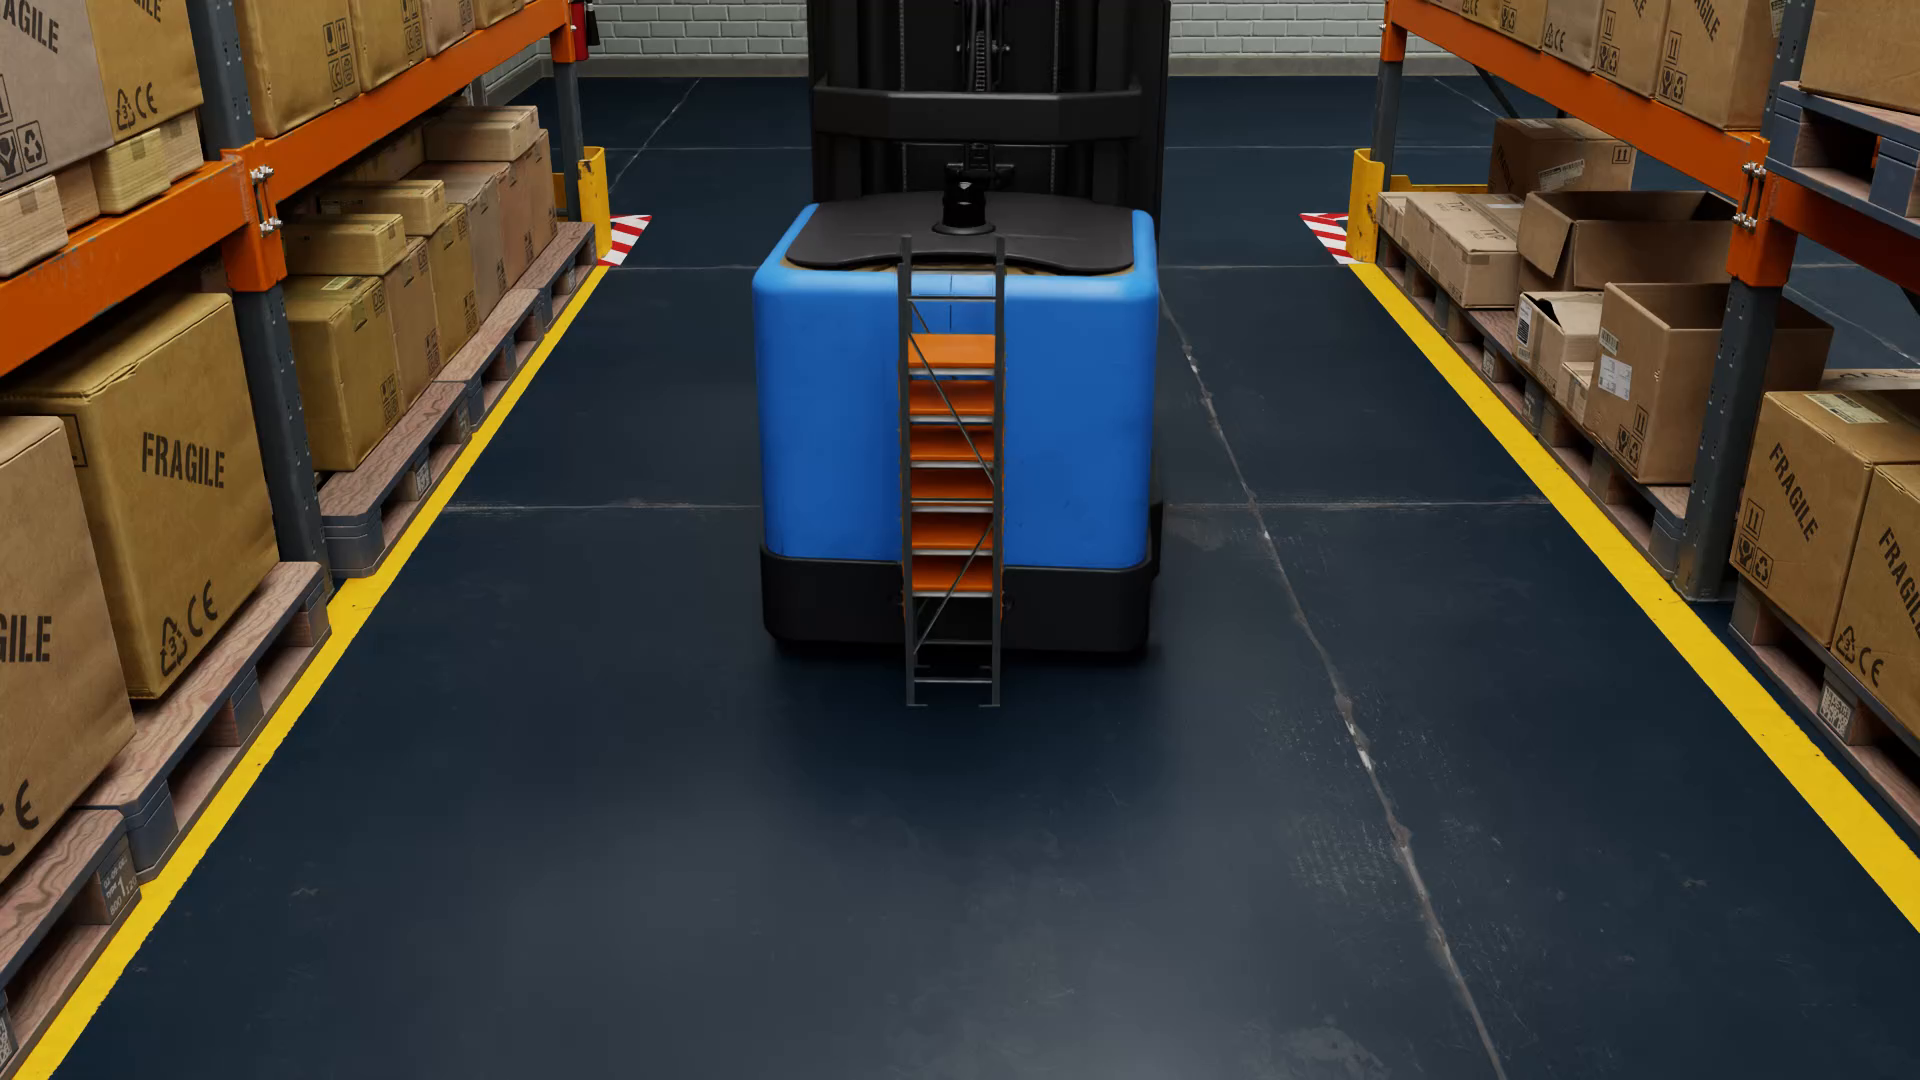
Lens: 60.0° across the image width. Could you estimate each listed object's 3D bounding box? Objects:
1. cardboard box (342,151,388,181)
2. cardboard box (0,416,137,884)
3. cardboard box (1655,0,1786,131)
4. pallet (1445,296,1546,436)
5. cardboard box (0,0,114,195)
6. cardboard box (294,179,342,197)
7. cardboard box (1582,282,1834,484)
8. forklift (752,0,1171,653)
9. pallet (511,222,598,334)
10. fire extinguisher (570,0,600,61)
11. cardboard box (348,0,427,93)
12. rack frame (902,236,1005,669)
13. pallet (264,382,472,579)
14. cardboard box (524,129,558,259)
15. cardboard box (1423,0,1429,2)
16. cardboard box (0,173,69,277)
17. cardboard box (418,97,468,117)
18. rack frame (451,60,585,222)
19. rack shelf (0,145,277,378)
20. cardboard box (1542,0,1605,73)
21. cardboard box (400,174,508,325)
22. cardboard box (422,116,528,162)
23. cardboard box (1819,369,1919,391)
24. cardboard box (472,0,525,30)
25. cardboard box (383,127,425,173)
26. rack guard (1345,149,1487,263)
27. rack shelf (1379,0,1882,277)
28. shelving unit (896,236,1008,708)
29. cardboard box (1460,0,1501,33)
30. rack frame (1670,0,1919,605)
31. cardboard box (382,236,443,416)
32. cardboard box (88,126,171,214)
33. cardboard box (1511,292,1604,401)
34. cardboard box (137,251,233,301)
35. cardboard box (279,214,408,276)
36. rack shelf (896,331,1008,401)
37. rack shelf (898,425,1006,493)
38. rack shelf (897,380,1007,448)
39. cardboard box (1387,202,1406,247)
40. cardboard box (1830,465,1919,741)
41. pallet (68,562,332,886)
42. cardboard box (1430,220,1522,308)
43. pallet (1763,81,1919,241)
[{"bbox_3d":[-2.462,-1.418,6.483,0.380,0.149,0.250,0,24,0],"label":"cardboard box"},{"bbox_3d":[-2.191,0.240,3.179,0.750,0.750,0.750,0,24,1],"label":"cardboard box"},{"bbox_3d":[2.351,-1.456,4.708,0.500,0.500,0.500,0,24,0],"label":"cardboard box"},{"bbox_3d":[2.590,-0.722,6.591,1.003,0.211,1.213,0,24,-1],"label":"pallet"},{"bbox_3d":[-2.068,-0.973,3.254,0.500,0.500,0.500,0,24,0],"label":"cardboard box"},{"bbox_3d":[-2.456,-1.208,6.017,0.380,0.149,0.250,0,24,0],"label":"cardboard box"},{"bbox_3d":[2.323,-0.501,5.217,0.500,0.500,0.500,0,24,-1],"label":"cardboard box"},{"bbox_3d":[0.107,-1.606,5.245,1.130,2.935,3.031,2,24,4],"label":"forklift"},{"bbox_3d":[-2.297,-1.230,7.715,1.003,0.211,1.213,0,24,-1],"label":"pallet"},{"bbox_3d":[-1.924,-2.689,8.102,0.296,0.674,0.183,0,24,-1],"label":"fire extinguisher"},{"bbox_3d":[-2.333,-1.843,5.321,0.980,0.700,0.700,-1,24,-2],"label":"cardboard box"},{"bbox_3d":[-0.014,-0.182,4.163,0.240,1.200,0.006,1,29,1],"label":"rack frame"},{"bbox_3d":[-2.271,-0.225,5.491,1.003,0.211,1.213,0,24,-1],"label":"pallet"},{"bbox_3d":[-2.277,-1.595,7.659,0.700,0.500,0.500,0,24,-1],"label":"cardboard box"},{"bbox_3d":[2.310,-2.716,7.493,0.500,0.500,0.500,0,24,1],"label":"cardboard box"},{"bbox_3d":[-2.008,-0.619,3.259,0.380,0.149,0.250,0,24,-1],"label":"cardboard box"},{"bbox_3d":[-2.478,-1.941,7.638,0.380,0.149,0.250,0,24,0],"label":"cardboard box"},{"bbox_3d":[-2.384,-2.830,7.868,1.000,3.000,0.127,0,24,-1],"label":"rack frame"},{"bbox_3d":[-2.319,-0.030,2.549,1.077,0.370,4.000,0,24,-1],"label":"rack shelf"},{"bbox_3d":[2.336,-1.880,5.646,0.500,0.500,0.500,0,24,1],"label":"cardboard box"},{"bbox_3d":[-2.265,-1.181,6.745,0.700,0.500,0.500,-1,24,-2],"label":"cardboard box"},{"bbox_3d":[-2.089,-1.733,7.178,0.380,0.149,0.250,0,24,1],"label":"cardboard box"},{"bbox_3d":[2.825,-0.355,5.124,0.500,0.311,0.500,0,24,-1],"label":"cardboard box"},{"bbox_3d":[-2.350,-2.457,6.679,0.980,0.700,0.700,0,24,-1],"label":"cardboard box"},{"bbox_3d":[-2.469,-1.629,6.948,0.380,0.149,0.250,0,24,0],"label":"cardboard box"},{"bbox_3d":[2.570,-1.684,8.366,1.175,0.500,0.348,0,24,-1],"label":"rack guard"},{"bbox_3d":[2.591,-1.702,6.246,1.077,0.370,4.000,0,24,-1],"label":"rack shelf"},{"bbox_3d":[-0.017,-0.137,4.083,0.258,1.200,0.189,1,29,1],"label":"shelving unit"},{"bbox_3d":[2.324,-2.296,6.565,0.500,0.500,0.500,0,24,-1],"label":"cardboard box"},{"bbox_3d":[2.613,-1.206,4.276,1.000,3.000,0.127,0,24,-1],"label":"rack frame"},{"bbox_3d":[-2.248,-0.750,5.792,0.700,0.500,0.500,0,24,-1],"label":"cardboard box"},{"bbox_3d":[-2.027,-0.835,3.736,0.380,0.149,0.250,0,24,0],"label":"cardboard box"},{"bbox_3d":[2.315,-0.724,5.939,0.500,0.311,0.500,0,24,-1],"label":"cardboard box"},{"bbox_3d":[-2.443,-0.778,5.066,0.380,0.149,0.250,0,24,-1],"label":"cardboard box"},{"bbox_3d":[-2.067,-0.980,5.514,0.380,0.149,0.250,1,24,1],"label":"cardboard box"},{"bbox_3d":[-0.017,-0.413,3.929,0.258,0.103,0.180,1,29,1],"label":"rack shelf"},{"bbox_3d":[-0.017,-0.203,4.046,0.258,0.103,0.180,1,29,1],"label":"rack shelf"},{"bbox_3d":[-0.017,-0.308,3.988,0.258,0.103,0.180,1,29,1],"label":"rack shelf"},{"bbox_3d":[2.233,-1.486,7.801,0.380,0.166,0.250,0,24,-1],"label":"cardboard box"},{"bbox_3d":[2.391,0.153,3.771,0.500,0.500,0.500,0,24,0],"label":"cardboard box"},{"bbox_3d":[-2.257,0.406,4.096,1.003,0.211,1.213,0,24,-1],"label":"pallet"},{"bbox_3d":[2.302,-1.164,6.987,0.500,0.250,0.500,0,24,-1],"label":"cardboard box"},{"bbox_3d":[2.512,-0.788,3.586,1.003,0.211,1.213,0,24,-1],"label":"pallet"}]
